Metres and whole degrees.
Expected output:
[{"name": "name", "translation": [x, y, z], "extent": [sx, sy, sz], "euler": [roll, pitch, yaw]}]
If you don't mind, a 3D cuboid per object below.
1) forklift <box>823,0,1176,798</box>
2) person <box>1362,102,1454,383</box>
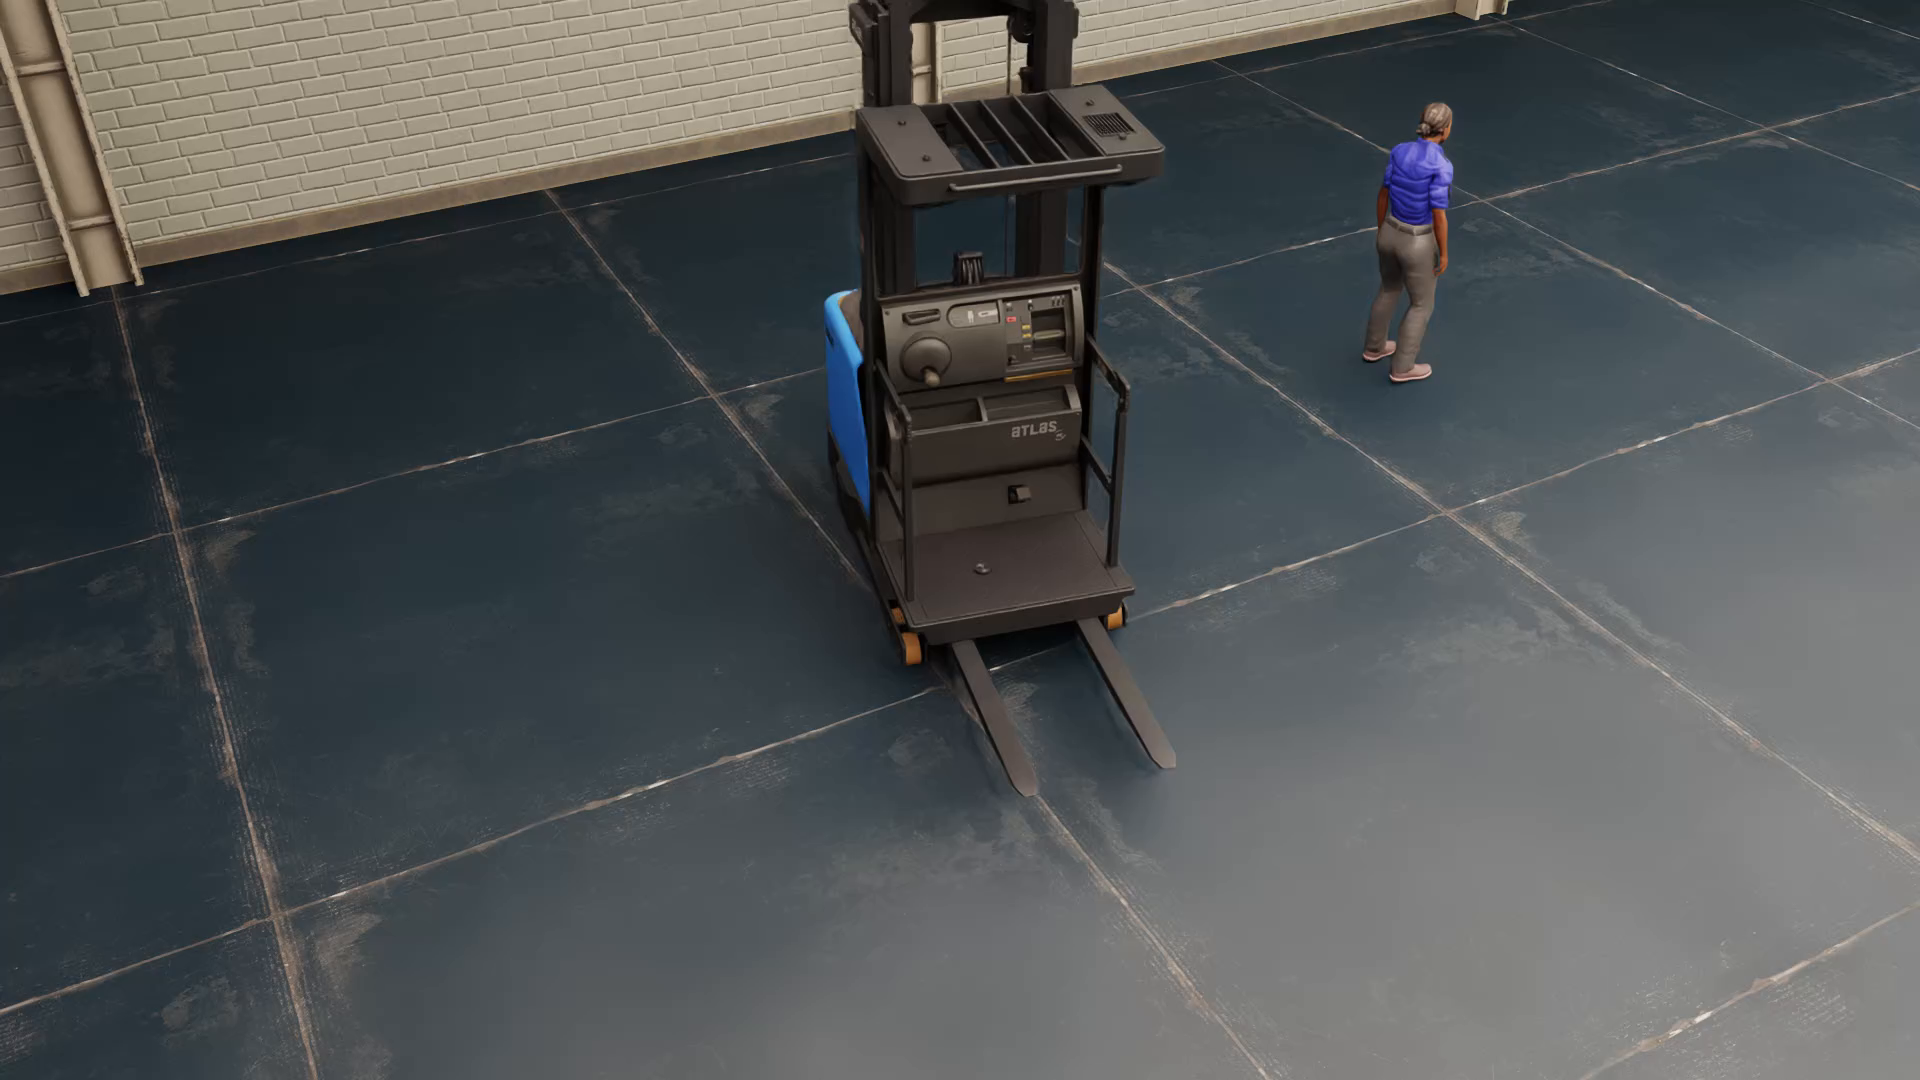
[{"name": "forklift", "translation": [0.169, -0.858, 7.337], "extent": [1.130, 2.935, 3.031], "euler": [-9, 36, -13]}, {"name": "person", "translation": [2.642, -1.734, 9.695], "extent": [0.375, 1.662, 0.503], "euler": [-21, 40, -27]}]
